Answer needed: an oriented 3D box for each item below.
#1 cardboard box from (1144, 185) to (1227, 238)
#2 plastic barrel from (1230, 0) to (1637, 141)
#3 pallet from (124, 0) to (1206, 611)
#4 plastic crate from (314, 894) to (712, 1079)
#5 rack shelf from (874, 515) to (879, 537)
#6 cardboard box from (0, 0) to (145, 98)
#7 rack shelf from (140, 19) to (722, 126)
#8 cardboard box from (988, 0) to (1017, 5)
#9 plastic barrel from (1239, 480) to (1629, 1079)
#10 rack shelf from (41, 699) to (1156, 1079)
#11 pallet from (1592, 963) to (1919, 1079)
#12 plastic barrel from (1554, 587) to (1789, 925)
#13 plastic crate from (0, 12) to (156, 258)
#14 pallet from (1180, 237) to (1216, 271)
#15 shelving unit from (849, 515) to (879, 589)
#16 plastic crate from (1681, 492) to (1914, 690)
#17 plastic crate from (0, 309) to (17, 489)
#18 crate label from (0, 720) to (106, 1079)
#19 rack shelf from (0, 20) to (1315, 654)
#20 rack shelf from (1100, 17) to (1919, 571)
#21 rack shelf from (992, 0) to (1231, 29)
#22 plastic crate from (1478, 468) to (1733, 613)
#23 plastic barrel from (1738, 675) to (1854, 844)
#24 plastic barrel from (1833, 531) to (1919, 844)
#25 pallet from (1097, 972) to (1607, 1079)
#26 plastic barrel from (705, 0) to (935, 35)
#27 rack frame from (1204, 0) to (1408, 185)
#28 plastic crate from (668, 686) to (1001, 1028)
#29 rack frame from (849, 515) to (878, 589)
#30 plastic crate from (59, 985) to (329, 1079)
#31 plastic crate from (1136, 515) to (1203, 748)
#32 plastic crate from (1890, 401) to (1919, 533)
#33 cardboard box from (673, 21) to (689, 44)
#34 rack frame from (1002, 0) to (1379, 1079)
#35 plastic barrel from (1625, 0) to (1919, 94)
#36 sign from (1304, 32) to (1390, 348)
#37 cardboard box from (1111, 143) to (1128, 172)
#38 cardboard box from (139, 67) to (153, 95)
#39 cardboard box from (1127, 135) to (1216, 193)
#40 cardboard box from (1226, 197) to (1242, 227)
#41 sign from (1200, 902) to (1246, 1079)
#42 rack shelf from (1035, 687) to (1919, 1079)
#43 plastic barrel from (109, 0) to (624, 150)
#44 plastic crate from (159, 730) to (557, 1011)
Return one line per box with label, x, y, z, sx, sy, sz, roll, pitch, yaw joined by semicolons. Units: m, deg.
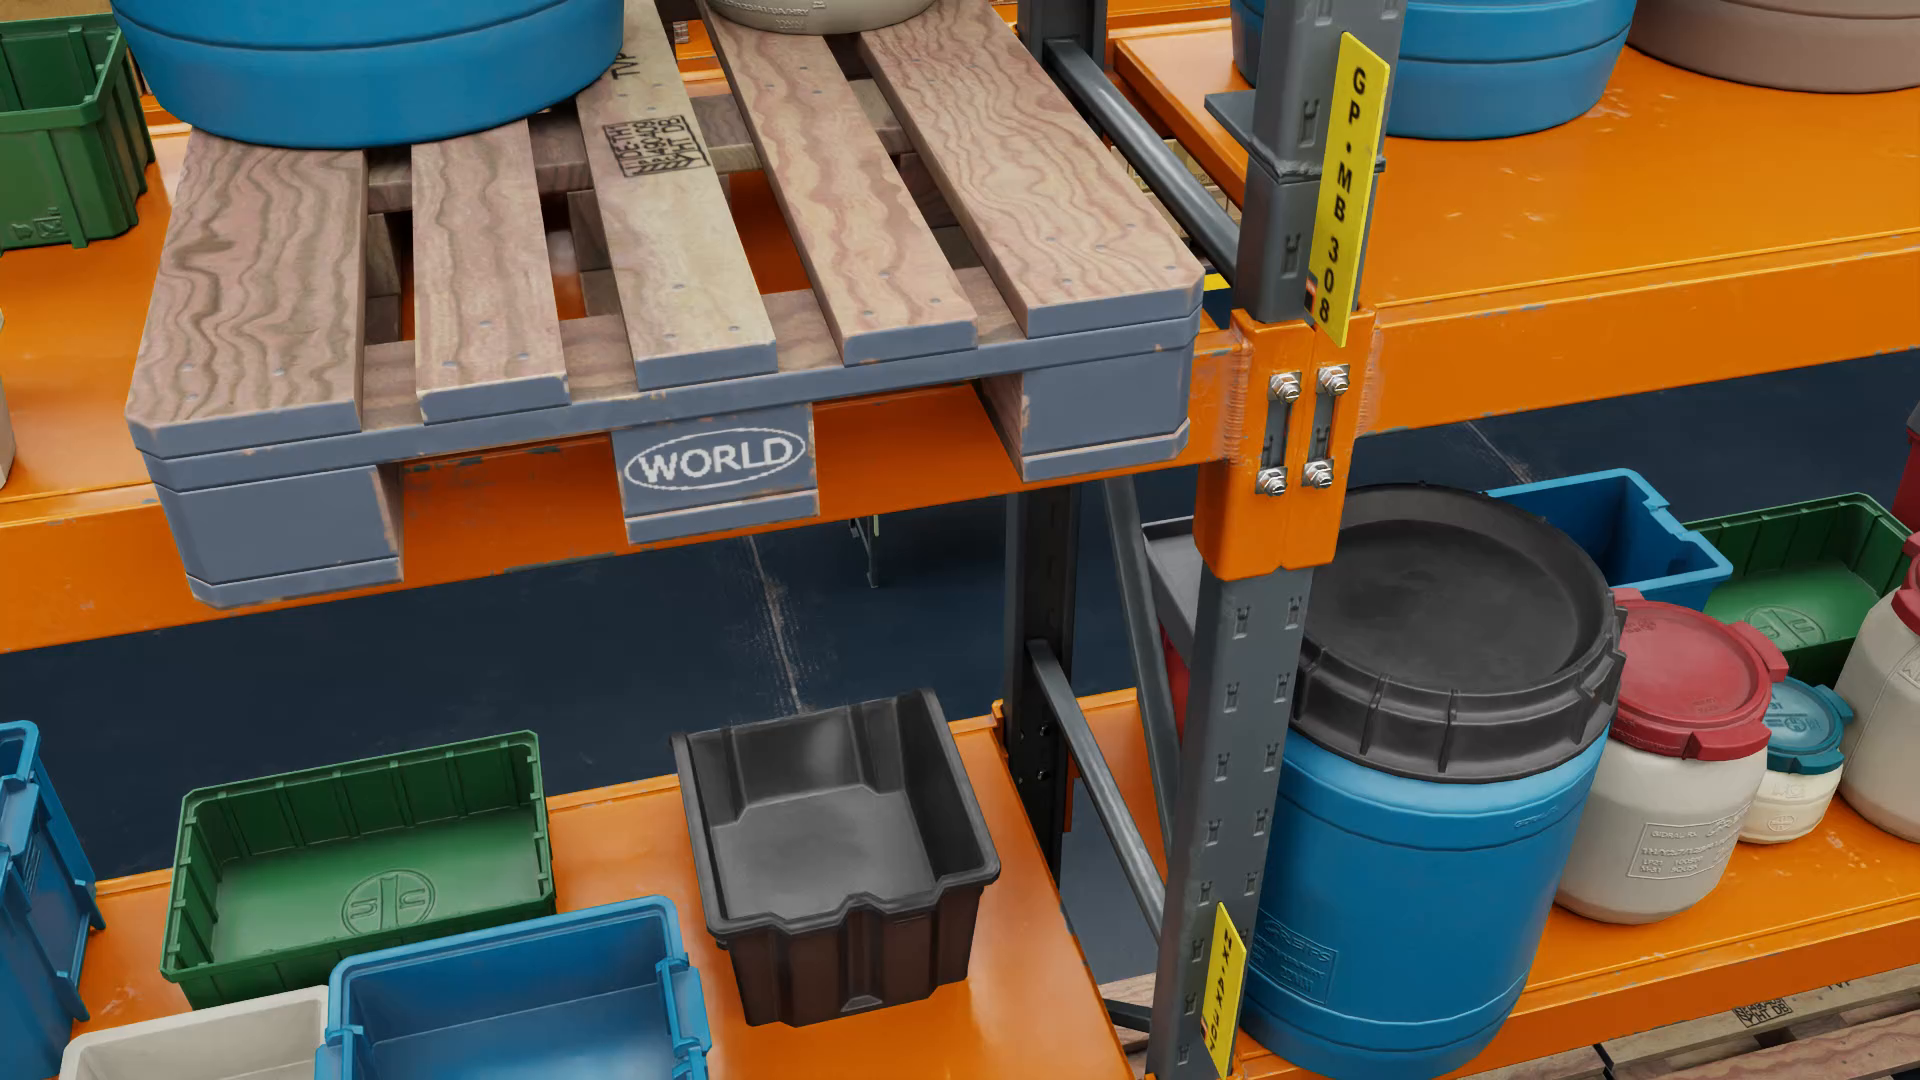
cardboard box;0.931;-1.643;7.847;0.500;0.250;0.500;-9;38;-11
plastic barrel;0.714;-1.099;2.336;0.708;0.901;0.600;-9;38;-12
pallet;-0.391;-0.445;2.050;1.003;0.211;1.213;-9;38;-12
plastic crate;-0.718;0.893;2.736;0.616;0.251;0.499;-9;38;-12
rack shelf;-0.006;-0.336;5.991;0.720;0.370;0.431;-9;38;-12
cardboard box;-3.429;-2.040;6.366;0.500;0.500;0.700;-9;38;-12
rack shelf;-2.939;-1.804;6.731;4.000;0.370;1.077;-9;38;-12
cardboard box;0.246;-2.642;7.152;0.500;0.500;0.500;-7;38;-9
plastic barrel;0.732;0.417;2.823;0.708;0.901;0.600;-9;38;-12
rack shelf;-1.651;1.102;2.932;4.000;0.370;1.077;-9;38;-12
pallet;2.208;1.265;4.423;1.213;0.211;1.003;-9;38;-12
plastic barrel;1.261;0.423;3.117;0.433;0.535;0.433;0;37;0
plastic crate;-1.314;-0.517;2.163;0.450;0.188;0.336;-9;38;-12
pallet;0.873;-1.634;8.212;1.213;0.211;1.003;-9;38;-12
shelving unit;-0.006;-0.595;5.793;0.755;1.500;0.431;-9;38;-12
plastic crate;1.888;0.142;3.769;0.662;0.188;0.450;-9;38;-12
plastic crate;-1.164;-0.096;1.654;0.396;0.136;0.243;-9;38;-12
crate label;-1.875;0.669;2.877;0.616;0.435;0.502;-9;38;-12
rack shelf;-1.651;-0.089;2.021;4.000;0.370;1.077;-9;38;-12
rack shelf;2.211;-0.723;2.849;4.000;0.370;1.077;-9;38;-12
rack shelf;0.923;-2.437;7.560;4.000;0.370;1.077;-9;38;-12
plastic crate;1.264;0.149;3.600;0.575;0.384;0.392;-9;38;-12
plastic barrel;1.598;0.435;3.326;0.301;0.262;0.301;0;37;0
plastic barrel;1.969;0.307;3.268;0.433;0.535;0.433;0;37;0
pallet;1.028;1.460;4.168;1.213;0.211;1.003;-9;38;-12
plastic barrel;-0.187;-0.950;2.116;0.421;0.512;0.421;0;37;0
rack frame;0.280;-1.883;1.305;0.127;3.000;1.000;-9;38;-12
plastic crate;-0.259;0.533;3.136;0.504;0.338;0.767;-9;38;-12
rack frame;-0.360;-0.537;5.717;0.023;1.500;0.400;-9;38;-12
plastic crate;-1.222;1.010;2.678;0.437;0.136;0.530;-9;38;-12
plastic crate;0.668;0.218;3.443;0.583;0.464;0.402;-9;38;-12
plastic crate;2.502;-0.083;3.837;0.583;0.464;0.402;-9;38;-12
cardboard box;-1.435;-2.372;6.800;0.500;0.500;0.700;-10;39;-13
rack frame;0.280;0.500;3.128;0.127;3.000;1.000;-9;38;-12
plastic barrel;1.346;-1.202;2.471;0.600;0.901;0.600;0;37;0
sign;0.413;-0.371;1.790;0.005;0.325;0.100;-9;38;-12
cardboard box;0.440;-1.782;7.567;0.500;0.311;0.500;-11;39;-13
cardboard box;-2.922;-2.126;6.478;0.500;0.500;0.700;-8;38;-11
cardboard box;0.940;-1.867;7.678;0.500;0.311;0.500;-8;38;-11
cardboard box;1.427;-1.727;7.956;0.500;0.250;0.500;-8;38;-11
sign;0.413;0.714;2.620;0.005;0.325;0.100;-9;38;-12
rack shelf;2.211;0.469;3.761;4.000;0.370;1.077;-9;38;-12
plastic barrel;-0.709;-0.963;1.813;0.708;0.901;0.600;-9;38;-12
plastic crate;-1.104;0.633;3.128;0.662;0.188;0.450;-9;38;-12
